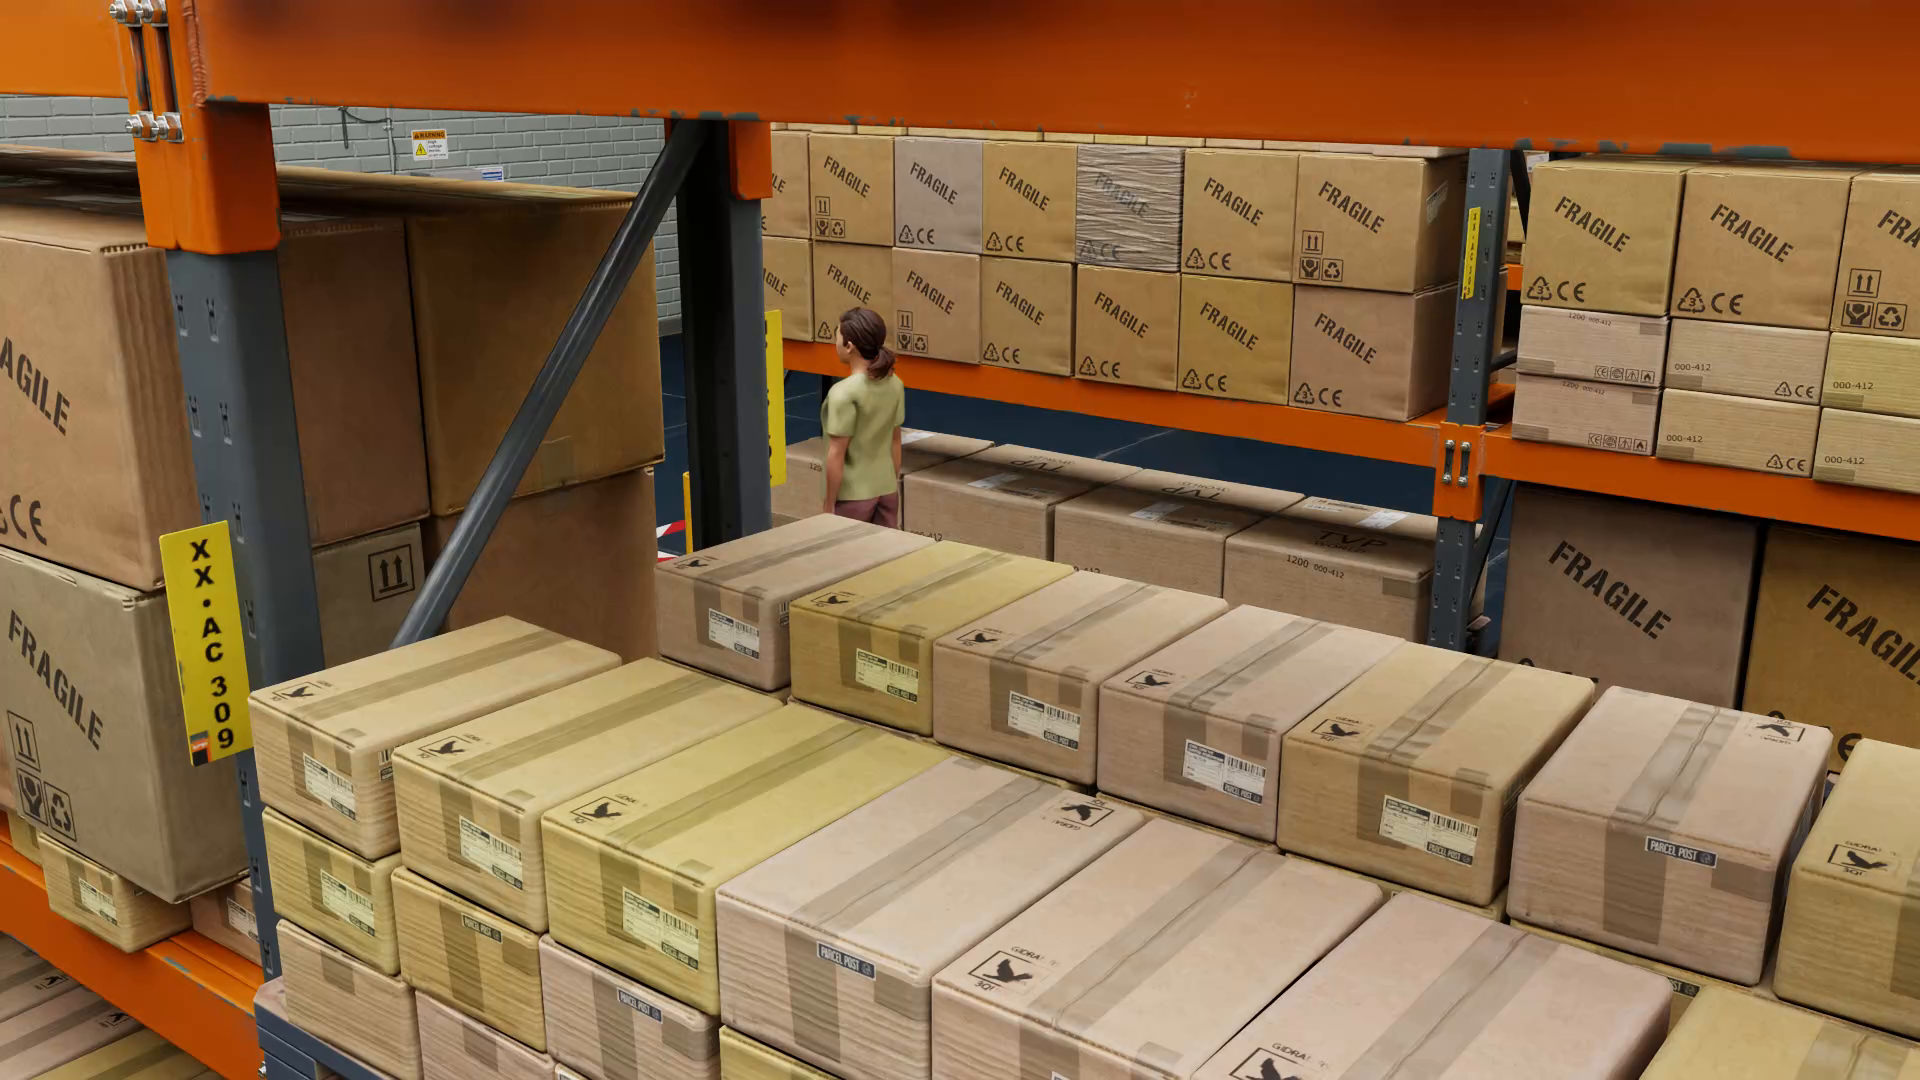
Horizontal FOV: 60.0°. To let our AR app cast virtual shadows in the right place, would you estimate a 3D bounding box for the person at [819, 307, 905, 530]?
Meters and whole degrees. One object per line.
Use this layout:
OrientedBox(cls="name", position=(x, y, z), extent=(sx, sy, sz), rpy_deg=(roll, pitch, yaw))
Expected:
OrientedBox(cls="person", position=(-0.423, -0.146, 7.097), extent=(0.372, 1.696, 0.439), rpy_deg=(13, 21, 38))
